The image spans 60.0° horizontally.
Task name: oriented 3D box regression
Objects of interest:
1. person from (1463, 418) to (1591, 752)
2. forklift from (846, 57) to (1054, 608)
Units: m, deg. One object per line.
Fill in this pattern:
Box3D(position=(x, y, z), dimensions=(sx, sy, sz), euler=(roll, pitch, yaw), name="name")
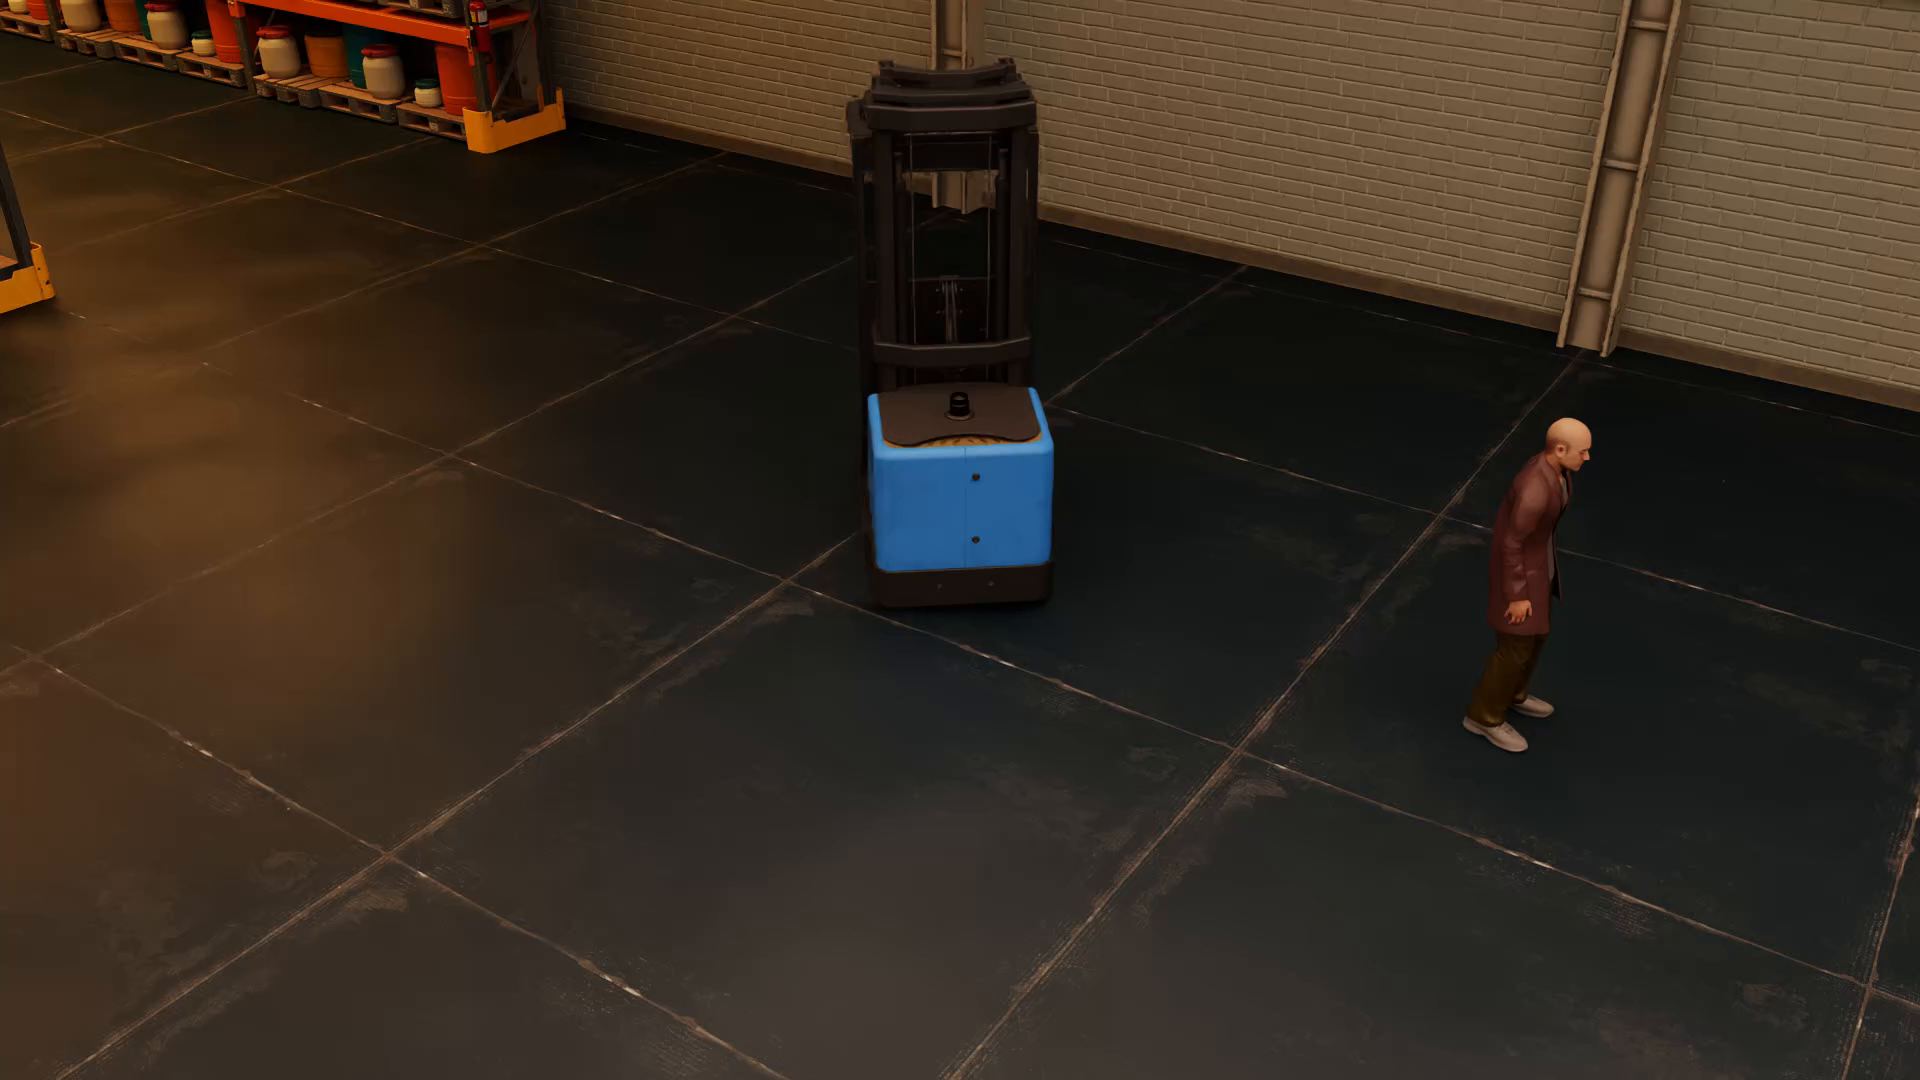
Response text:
Box3D(position=(2.886, 0.189, 8.411), dimensions=(0.437, 1.774, 0.644), euler=(18, 35, 28), name="person")
Box3D(position=(-0.112, -1.588, 10.316), dimensions=(1.130, 2.935, 3.031), euler=(-3, 30, -5), name="forklift")
